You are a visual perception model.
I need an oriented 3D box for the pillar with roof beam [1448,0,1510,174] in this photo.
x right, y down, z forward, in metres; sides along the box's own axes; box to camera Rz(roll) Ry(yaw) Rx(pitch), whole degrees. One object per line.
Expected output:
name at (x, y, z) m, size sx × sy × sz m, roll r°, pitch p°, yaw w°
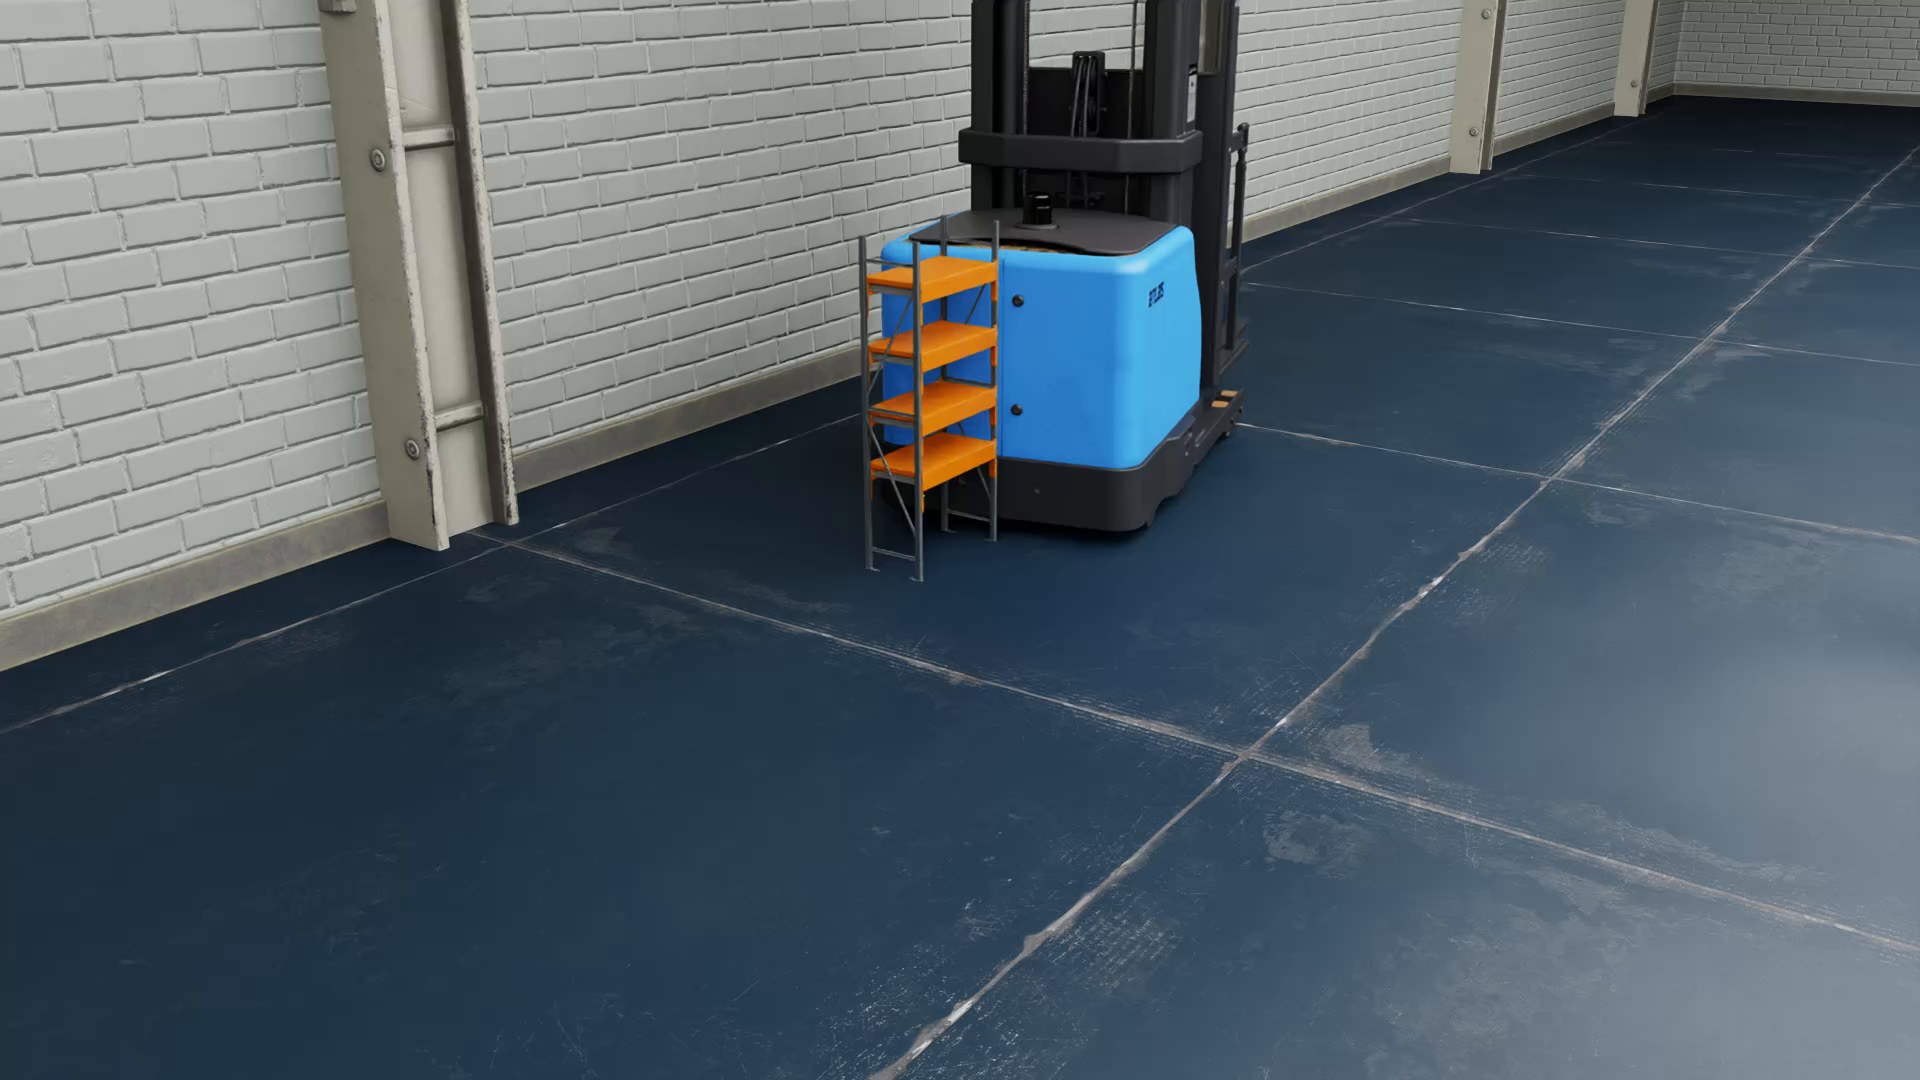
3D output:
pillar with roof beam at (8.360, -6.869, 11.864) m, size 9.100 × 9.000 × 0.400 m, roll 13°, pitch 24°, yaw 32°

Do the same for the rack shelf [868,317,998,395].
rack shelf at (-0.101, -0.653, 5.849) m, size 0.258 × 0.148 × 0.480 m, roll 13°, pitch 24°, yaw 31°

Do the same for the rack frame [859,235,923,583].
rack frame at (-0.235, -0.435, 5.712) m, size 0.240 × 1.200 × 0.015 m, roll 13°, pitch 24°, yaw 31°

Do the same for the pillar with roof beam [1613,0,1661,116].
pillar with roof beam at (11.733, -8.591, 16.518) m, size 9.100 × 9.000 × 0.400 m, roll 13°, pitch 24°, yaw 32°

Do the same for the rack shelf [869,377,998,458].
rack shelf at (-0.101, -0.443, 5.926) m, size 0.258 × 0.148 × 0.480 m, roll 13°, pitch 24°, yaw 31°

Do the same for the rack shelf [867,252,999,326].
rack shelf at (-0.101, -0.874, 5.767) m, size 0.258 × 0.148 × 0.480 m, roll 13°, pitch 24°, yaw 31°

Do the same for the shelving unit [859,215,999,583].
shelving unit at (-0.101, -0.506, 5.903) m, size 0.258 × 1.200 × 0.503 m, roll 13°, pitch 24°, yaw 31°

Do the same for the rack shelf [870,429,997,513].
rack shelf at (-0.101, -0.257, 5.995) m, size 0.258 × 0.148 × 0.480 m, roll 13°, pitch 24°, yaw 31°

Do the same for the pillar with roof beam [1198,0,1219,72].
pillar with roof beam at (4.987, -5.148, 7.210) m, size 9.100 × 9.000 × 0.400 m, roll 13°, pitch 24°, yaw 32°

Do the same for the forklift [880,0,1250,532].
forklift at (0.679, -1.882, 7.128) m, size 1.130 × 2.935 × 3.031 m, roll 7°, pitch 22°, yaw 19°

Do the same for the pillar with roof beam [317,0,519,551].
pillar with roof beam at (1.614, -3.426, 2.556) m, size 9.100 × 9.000 × 0.400 m, roll 13°, pitch 24°, yaw 32°

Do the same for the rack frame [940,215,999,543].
rack frame at (0.033, -0.577, 6.094) m, size 0.240 × 1.200 × 0.015 m, roll 13°, pitch 24°, yaw 31°
